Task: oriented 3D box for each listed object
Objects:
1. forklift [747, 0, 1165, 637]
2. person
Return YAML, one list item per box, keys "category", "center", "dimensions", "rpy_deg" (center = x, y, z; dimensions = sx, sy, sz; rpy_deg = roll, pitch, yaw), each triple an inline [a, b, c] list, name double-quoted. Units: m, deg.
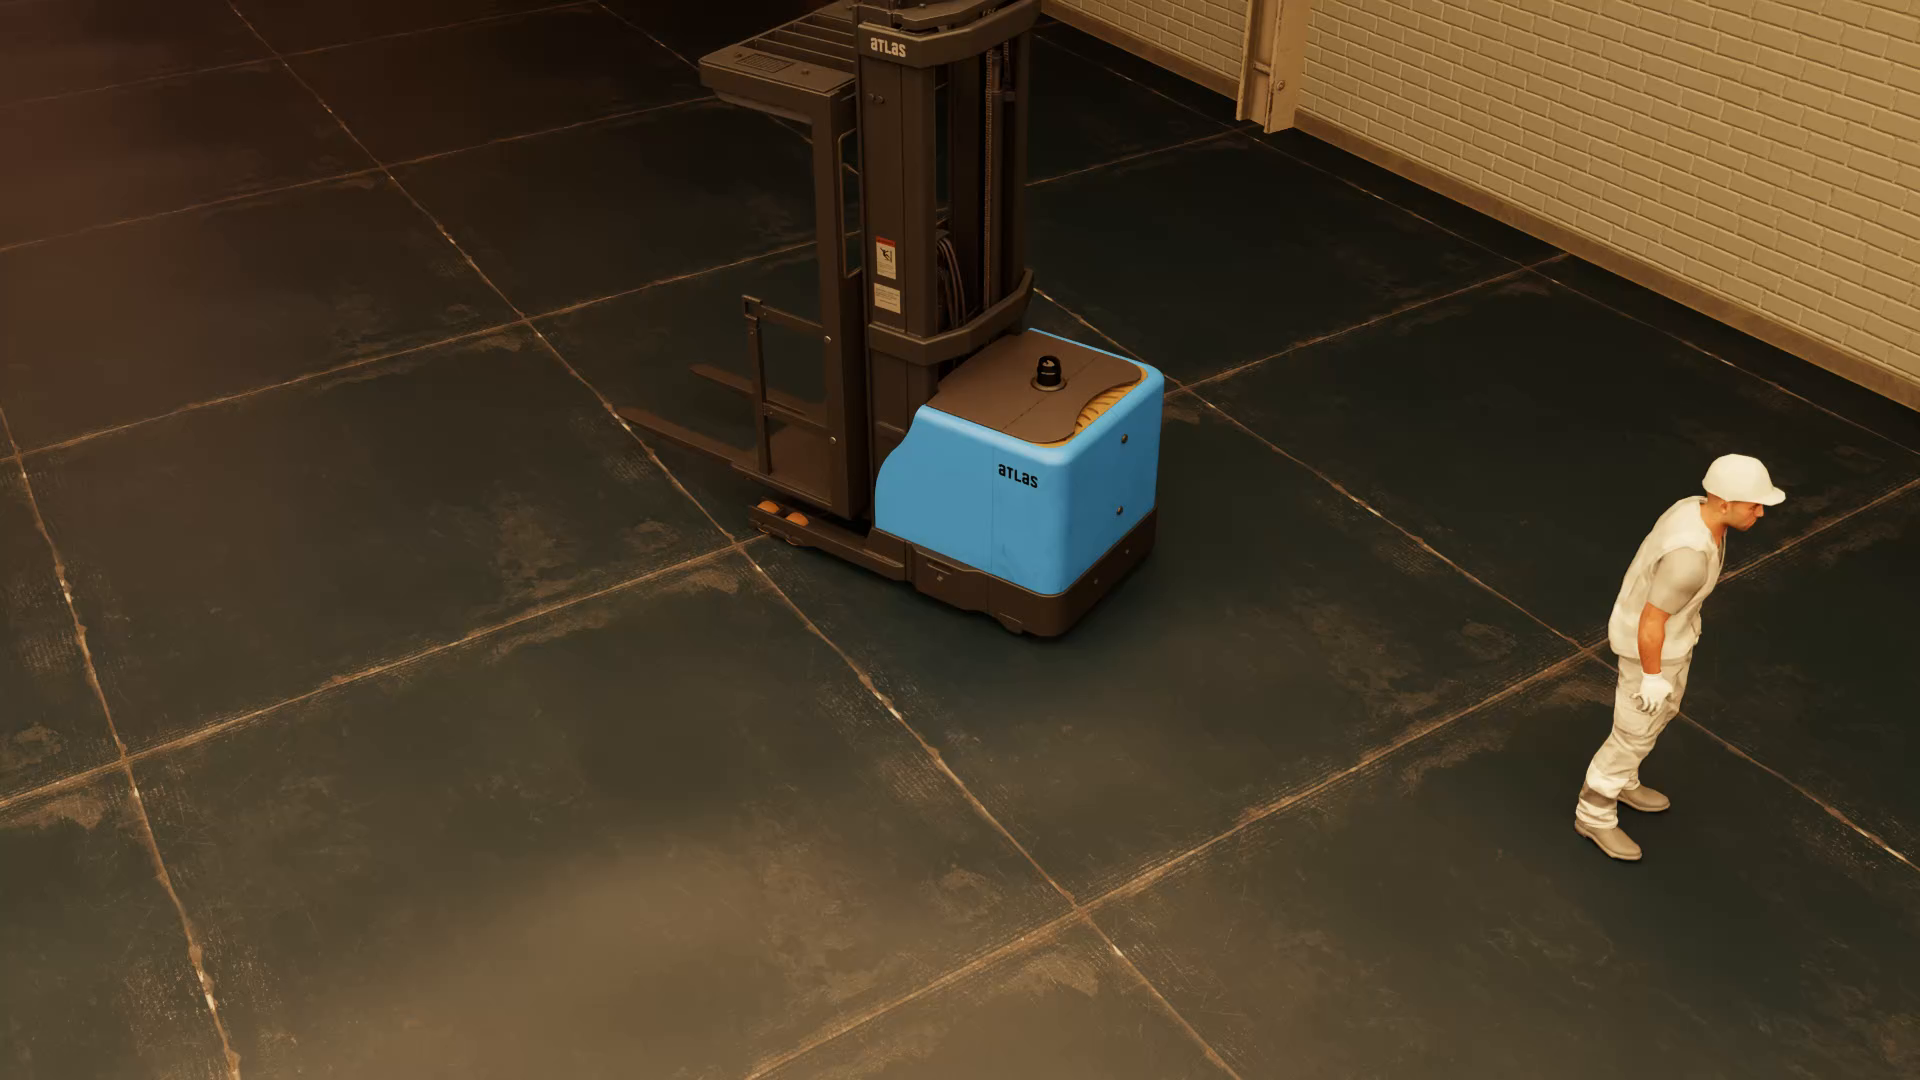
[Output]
- category: "forklift"
  center: [-0.500, -1.399, 8.138]
  dimensions: [3.031, 2.935, 1.130]
  rpy_deg: [22, 41, 28]
- category: "person"
  center: [2.785, 0.401, 6.532]
  dimensions: [0.452, 1.720, 0.617]
  rpy_deg: [21, 40, 27]
